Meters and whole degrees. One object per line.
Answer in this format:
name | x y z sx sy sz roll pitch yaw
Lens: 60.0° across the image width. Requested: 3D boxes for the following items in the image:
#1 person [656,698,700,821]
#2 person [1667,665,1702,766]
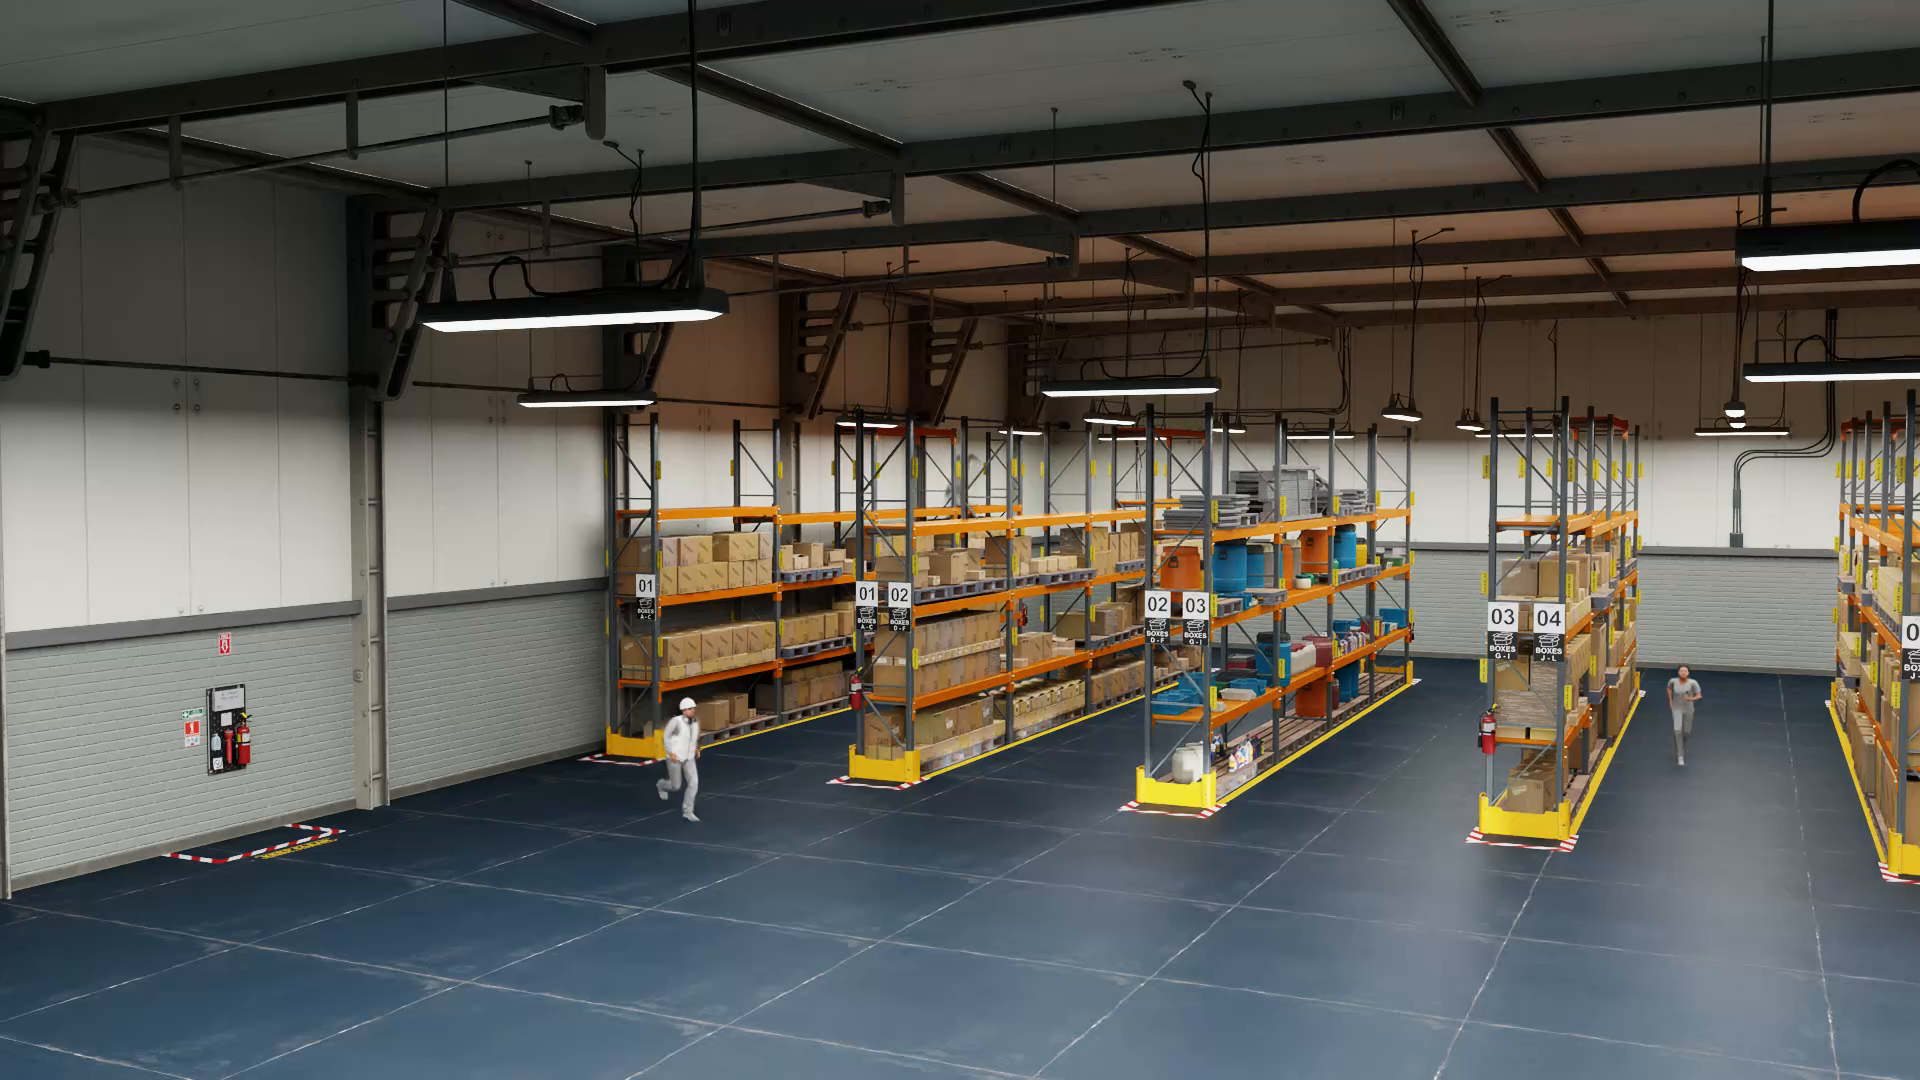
person | -4.049 3.145 24.012 0.912 1.764 0.663 2 3 45
person | 12.427 2.982 28.545 0.522 1.720 0.998 1 3 18
